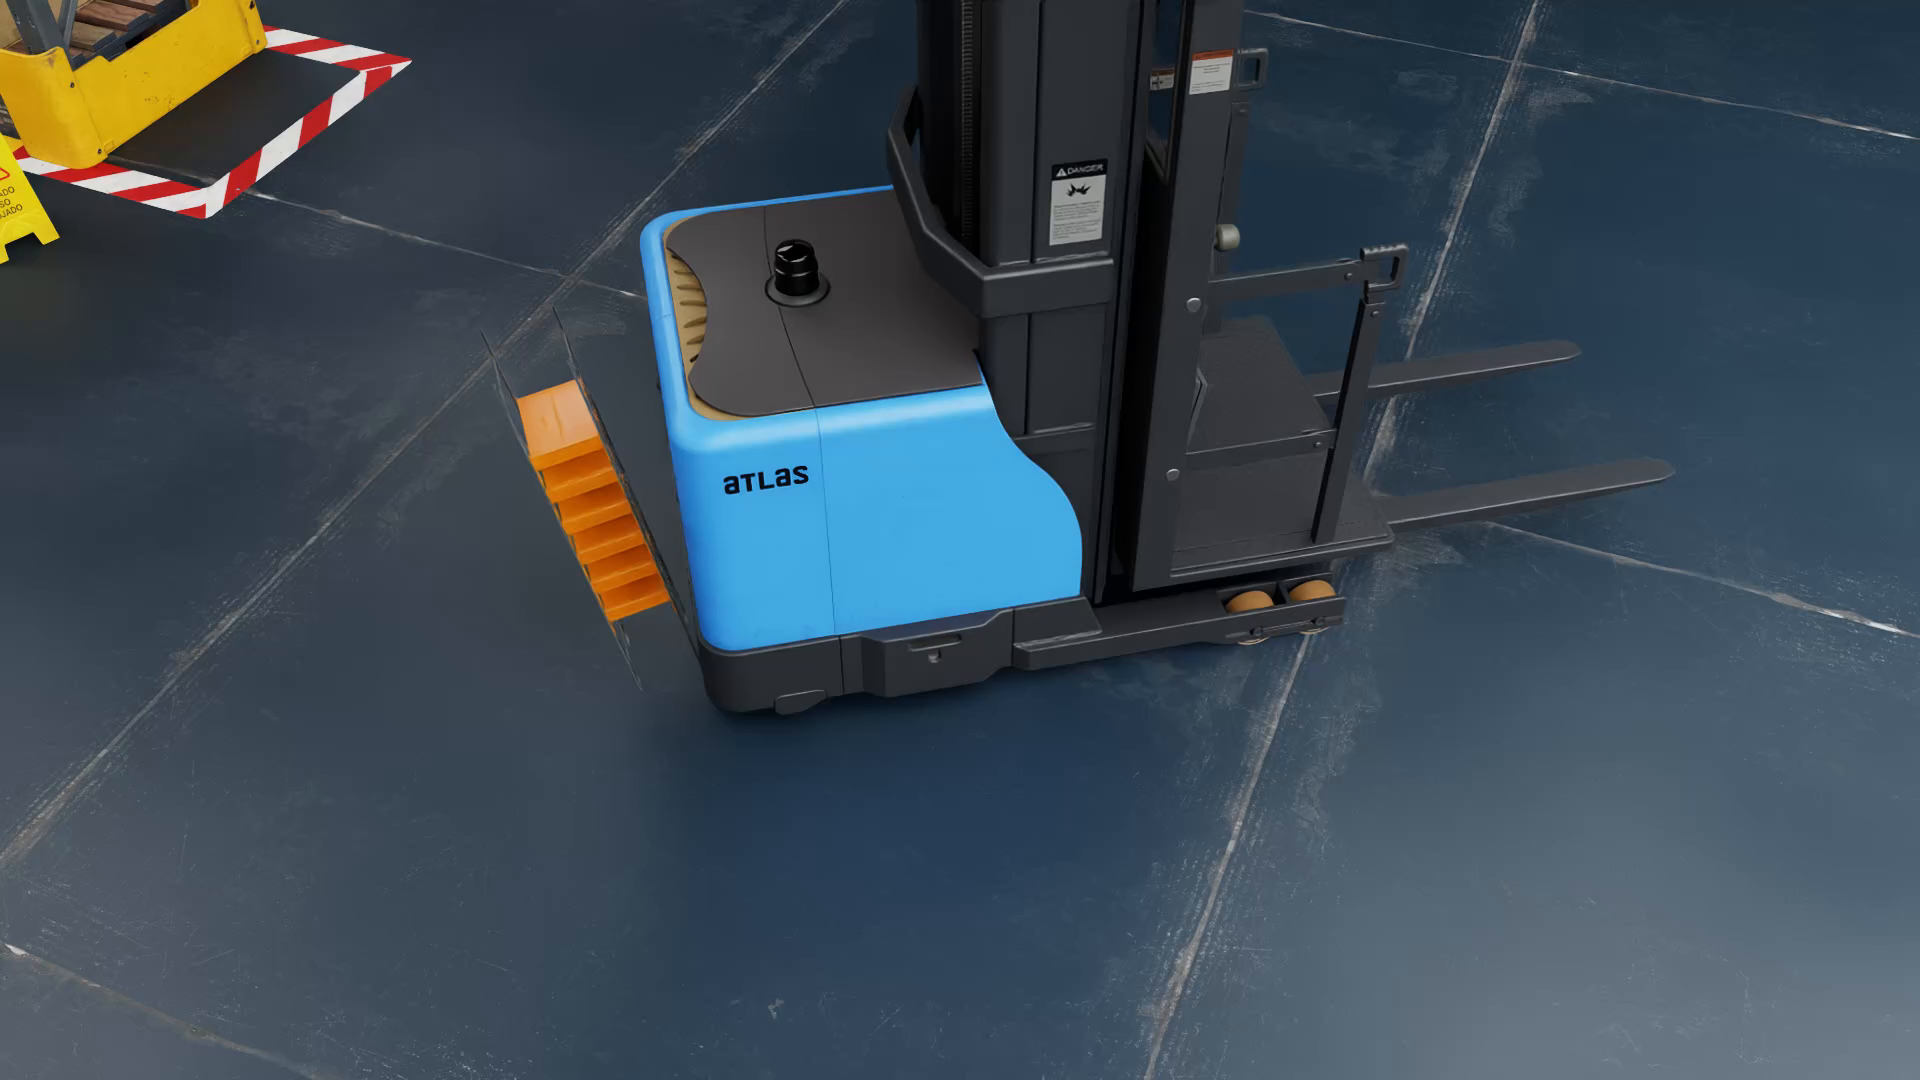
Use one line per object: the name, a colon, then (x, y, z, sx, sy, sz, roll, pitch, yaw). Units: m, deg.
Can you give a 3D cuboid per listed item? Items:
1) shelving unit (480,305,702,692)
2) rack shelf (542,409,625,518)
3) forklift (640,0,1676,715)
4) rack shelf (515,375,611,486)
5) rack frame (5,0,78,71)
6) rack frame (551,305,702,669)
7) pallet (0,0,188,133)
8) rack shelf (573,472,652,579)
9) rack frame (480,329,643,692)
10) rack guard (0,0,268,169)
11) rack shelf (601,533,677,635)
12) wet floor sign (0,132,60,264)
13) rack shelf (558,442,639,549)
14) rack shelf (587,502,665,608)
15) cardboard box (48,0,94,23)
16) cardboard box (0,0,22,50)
shelving unit: (-0.963, -0.072, 4.460, 0.189, 1.200, 0.258, -20, 48, -7)
rack shelf: (-0.993, -0.201, 4.316, 0.180, 0.103, 0.258, -20, 48, -7)
forklift: (0.666, -1.085, 4.262, 3.031, 2.935, 1.130, -9, 46, -9)
rack shelf: (-1.011, -0.281, 4.228, 0.180, 0.103, 0.258, -20, 48, -7)
rack frame: (-3.414, -2.964, 6.102, 0.127, 3.000, 1.000, 16, 47, 16)
rack frame: (-0.878, -0.103, 4.470, 0.006, 1.200, 0.240, -20, 48, -7)
pallet: (-4.221, -2.239, 7.351, 1.213, 0.211, 1.003, 16, 47, 16)
rack shelf: (-0.957, -0.042, 4.492, 0.180, 0.103, 0.258, -20, 48, -7)
rack frame: (-1.049, -0.040, 4.449, 0.006, 1.200, 0.240, -20, 48, -7)
rack guard: (-3.484, -2.098, 7.004, 0.348, 0.500, 1.175, 16, 47, 16)
rack shelf: (-0.921, 0.117, 4.668, 0.180, 0.103, 0.258, -20, 48, -7)
wet floor sign: (-3.651, -1.381, 6.180, 0.232, 0.644, 0.267, 33, 54, 29)
rack shelf: (-0.975, -0.122, 4.404, 0.180, 0.103, 0.258, -20, 48, -7)
rack shelf: (-0.939, 0.037, 4.580, 0.180, 0.103, 0.258, -20, 48, -7)
cardboard box: (-4.052, -2.537, 7.325, 0.500, 0.250, 0.500, 16, 47, 16)
cardboard box: (-4.286, -2.189, 6.975, 0.500, 0.250, 0.500, 16, 47, 16)
